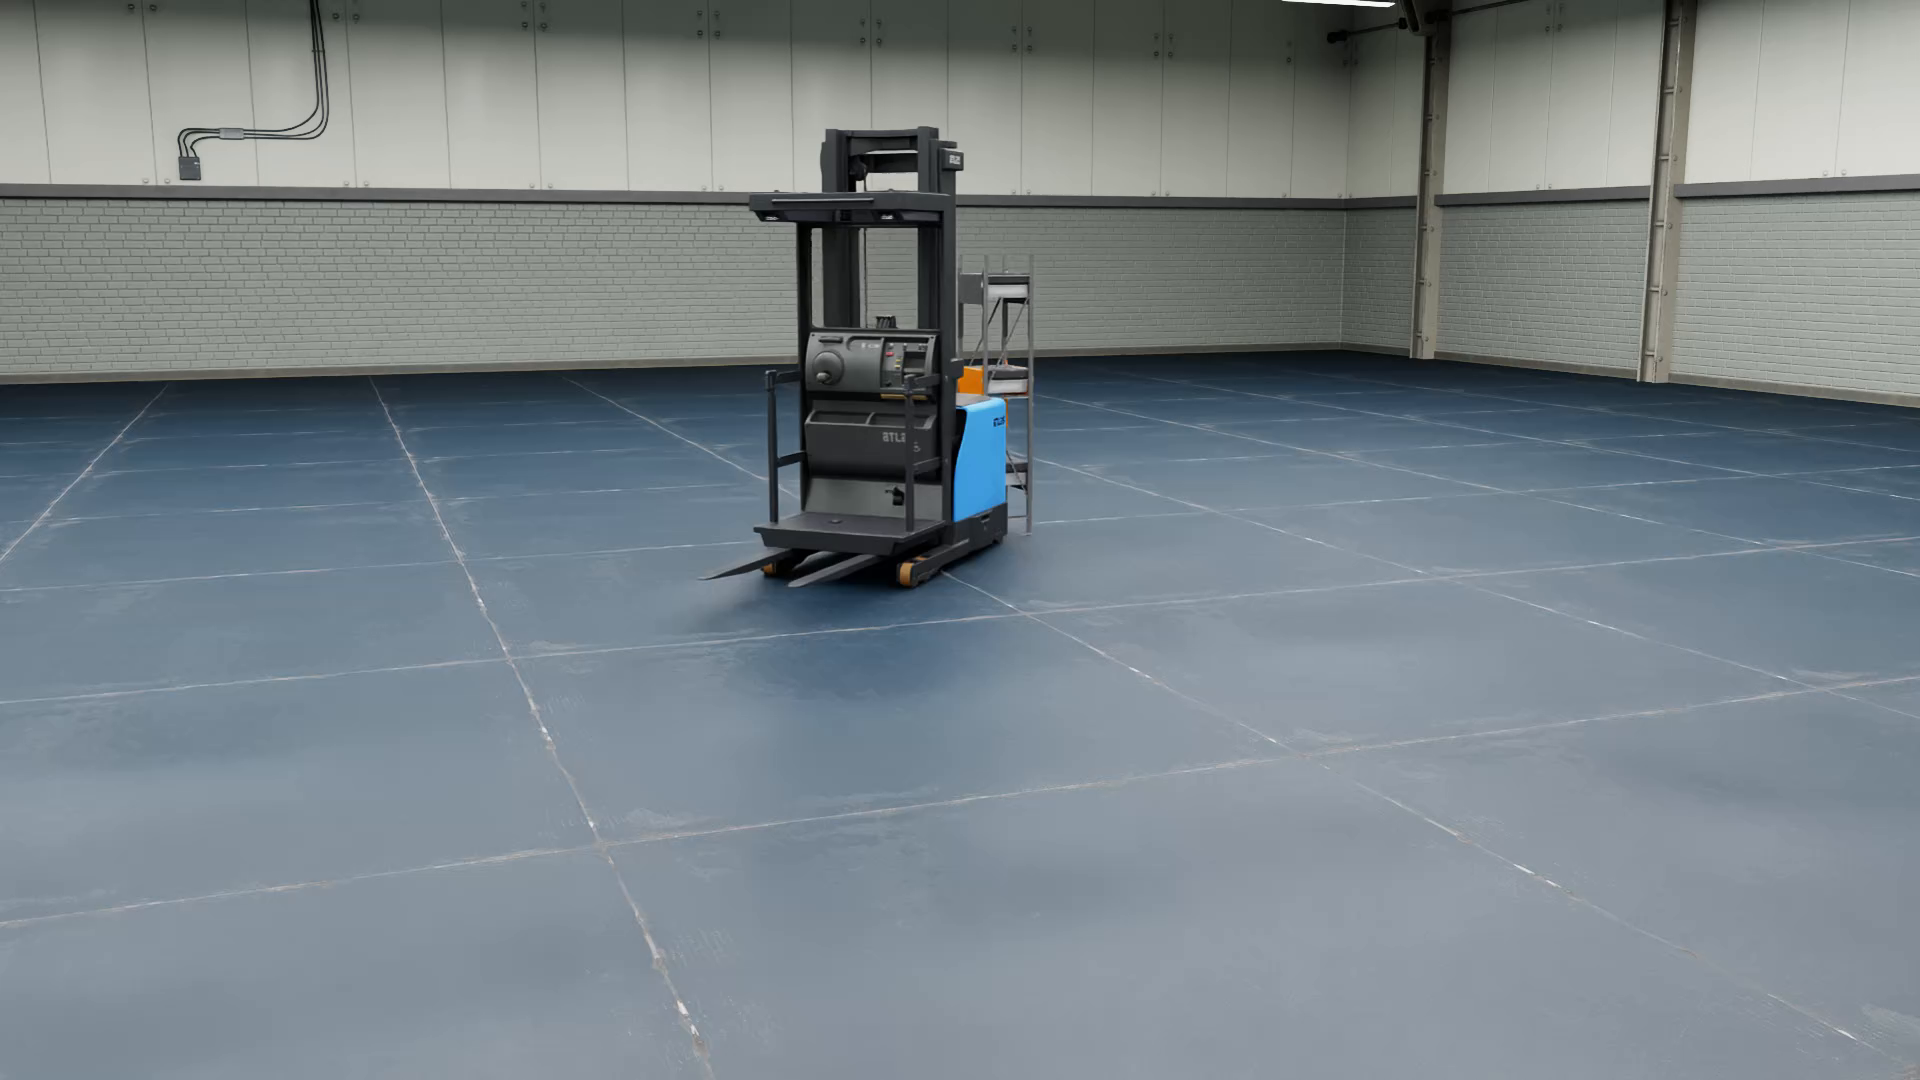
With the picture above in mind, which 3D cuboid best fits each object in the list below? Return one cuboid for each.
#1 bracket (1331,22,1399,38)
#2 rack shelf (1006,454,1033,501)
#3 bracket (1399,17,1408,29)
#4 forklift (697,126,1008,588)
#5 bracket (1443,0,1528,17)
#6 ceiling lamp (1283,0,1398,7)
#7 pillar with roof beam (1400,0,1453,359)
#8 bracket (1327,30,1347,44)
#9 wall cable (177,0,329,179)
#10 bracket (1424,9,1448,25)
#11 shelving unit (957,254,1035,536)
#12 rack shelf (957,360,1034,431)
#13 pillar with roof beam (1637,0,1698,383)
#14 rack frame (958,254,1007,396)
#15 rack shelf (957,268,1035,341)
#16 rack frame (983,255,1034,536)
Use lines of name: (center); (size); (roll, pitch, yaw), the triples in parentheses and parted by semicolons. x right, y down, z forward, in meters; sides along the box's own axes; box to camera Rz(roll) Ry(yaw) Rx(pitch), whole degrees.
bracket: (7.832, -10.060, 33.003); (0.076, 0.066, 3.189); (-4, 11, -21)
rack shelf: (0.266, -0.394, 12.717); (0.431, 0.518, 0.480); (-4, 11, -22)
bracket: (8.477, -9.770, 31.371); (0.235, 0.232, 0.430); (-4, 11, -21)
forklift: (-0.678, -1.220, 10.910); (1.130, 2.935, 3.031); (4, 11, 22)
bracket: (9.711, -9.214, 28.245); (0.076, 0.066, 4.783); (-4, 11, -21)
ceiling lamp: (5.735, -9.881, 25.605); (2.000, 3.185, 0.800); (-4, 11, -21)
pillar with roof beam: (4.946, -7.679, 29.896); (9.100, 9.000, 0.548); (-4, 11, -21)
bracket: (7.618, -10.157, 33.545); (0.235, 0.232, 0.430); (-4, 11, -21)
wall cable: (-11.382, -8.792, 26.443); (2.305, 6.003, 0.169); (-4, 11, -21)
bracket: (8.778, -9.634, 30.609); (0.235, 0.232, 0.430); (-4, 11, -21)
shelving unit: (0.266, -1.097, 12.592); (0.431, 2.100, 0.503); (-4, 11, -22)
rack shelf: (0.266, -1.084, 12.594); (0.431, 0.518, 0.480); (-4, 11, -22)
pillar with roof beam: (7.120, -6.700, 24.390); (9.100, 9.000, 0.400); (-4, 11, -21)
rack frame: (0.174, -1.137, 12.815); (0.400, 2.100, 0.015); (-4, 11, -22)
rack shelf: (0.266, -1.773, 12.472); (0.431, 0.518, 0.480); (-4, 11, -22)
rack frame: (0.358, -1.058, 12.370); (0.400, 2.100, 0.015); (-4, 11, -22)
